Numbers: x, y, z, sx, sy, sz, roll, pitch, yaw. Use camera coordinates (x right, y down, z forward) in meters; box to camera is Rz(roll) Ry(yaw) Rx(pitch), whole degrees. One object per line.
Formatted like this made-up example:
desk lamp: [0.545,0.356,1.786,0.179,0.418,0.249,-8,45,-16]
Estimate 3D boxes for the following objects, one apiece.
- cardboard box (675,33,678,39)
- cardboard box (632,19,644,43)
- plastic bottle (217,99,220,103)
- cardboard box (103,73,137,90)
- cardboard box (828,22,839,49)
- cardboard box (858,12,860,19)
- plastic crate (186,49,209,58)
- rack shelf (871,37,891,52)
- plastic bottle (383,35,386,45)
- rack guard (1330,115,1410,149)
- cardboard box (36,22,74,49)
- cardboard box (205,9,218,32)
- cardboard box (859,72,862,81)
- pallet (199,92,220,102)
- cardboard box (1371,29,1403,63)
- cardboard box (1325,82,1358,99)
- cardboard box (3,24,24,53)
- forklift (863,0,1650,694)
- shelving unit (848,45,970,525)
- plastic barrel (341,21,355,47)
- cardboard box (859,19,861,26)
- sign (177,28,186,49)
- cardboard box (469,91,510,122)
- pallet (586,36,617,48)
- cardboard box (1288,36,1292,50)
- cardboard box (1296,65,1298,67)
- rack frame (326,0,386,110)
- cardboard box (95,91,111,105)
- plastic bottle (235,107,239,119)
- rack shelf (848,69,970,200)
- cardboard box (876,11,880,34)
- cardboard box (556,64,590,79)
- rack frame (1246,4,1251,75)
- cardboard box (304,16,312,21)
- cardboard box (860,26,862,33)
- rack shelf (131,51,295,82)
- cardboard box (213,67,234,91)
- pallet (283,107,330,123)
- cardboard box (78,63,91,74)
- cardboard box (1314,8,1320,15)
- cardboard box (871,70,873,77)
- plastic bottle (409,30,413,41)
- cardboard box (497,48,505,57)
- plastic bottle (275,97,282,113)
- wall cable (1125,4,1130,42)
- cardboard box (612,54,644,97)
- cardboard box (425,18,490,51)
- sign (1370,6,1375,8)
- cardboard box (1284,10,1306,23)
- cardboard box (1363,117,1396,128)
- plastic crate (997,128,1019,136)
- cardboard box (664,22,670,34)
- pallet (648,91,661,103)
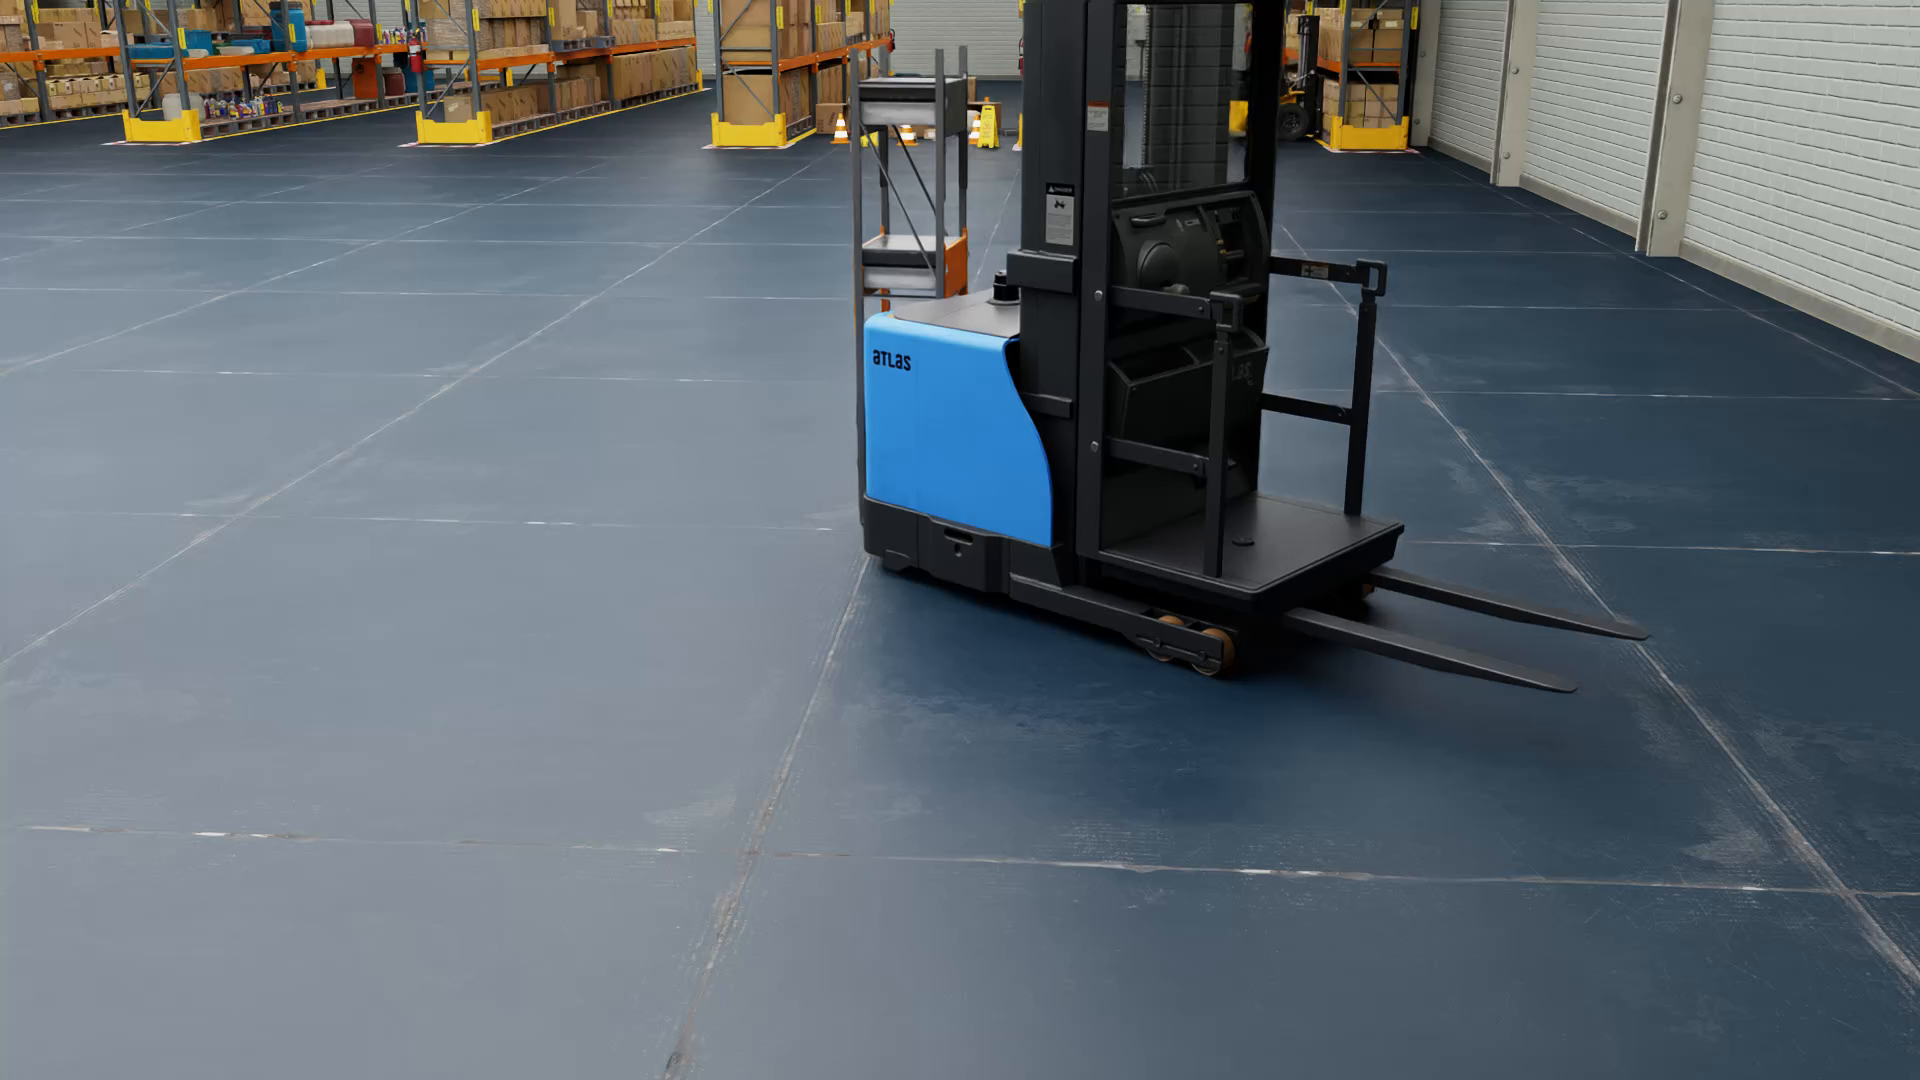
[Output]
cardboard box: [-7.027,-12.162,40.125,0.380,0.149,0.250,1,18,2]
cardboard box: [-7.324,-11.293,36.909,0.500,0.500,0.500,1,18,3]
plastic bottle: [-13.542,-7.906,30.390,0.061,0.283,0.133,2,18,6]
cardboard box: [-17.480,-9.522,34.507,0.500,0.311,0.500,1,18,3]
cardboard box: [-2.674,-9.920,32.718,0.500,0.500,0.500,1,18,3]
cardboard box: [-2.423,-11.641,36.905,0.380,0.149,0.250,1,18,2]
plastic crate: [-12.905,-8.242,28.181,0.298,0.136,0.250,1,18,4]
rack shelf: [-2.407,-11.850,39.925,1.077,0.370,4.000,1,18,4]
plastic bottle: [-12.321,-10.679,35.516,0.097,0.201,0.097,0,18,0]
rack guard: [6.484,-6.459,26.333,1.175,0.500,0.348,1,18,4]
cardboard box: [-17.835,-9.899,32.657,0.500,0.500,0.500,3,18,8]
cardboard box: [-17.628,-12.040,38.514,0.700,0.500,0.500,-5,19,-15]
cardboard box: [-2.430,-10.028,36.550,0.500,0.500,0.500,1,18,3]
pallet: [-17.476,-9.976,37.530,1.003,0.211,1.213,1,18,4]
cardboard box: [6.798,-7.850,26.402,0.500,0.500,0.500,2,18,6]
cardboard box: [6.238,-7.331,27.116,0.500,0.250,0.500,2,18,5]
cardboard box: [-17.970,-9.360,31.010,0.700,0.500,0.500,1,18,2]
forklift: [1.024,-1.093,6.051,3.031,2.935,1.130,16,24,39]
shelving unit: [-0.215,-1.131,7.503,0.431,2.100,0.503,4,19,11]
plastic barrel: [-12.578,-10.310,33.890,0.421,0.512,0.421,0,18,0]
cardboard box: [-2.420,-11.505,36.969,0.380,0.149,0.250,2,18,6]
sign: [-12.742,-8.214,27.229,0.100,0.325,0.005,1,18,4]
cardboard box: [-8.216,-7.571,29.052,0.500,0.500,0.500,3,18,9]
pallet: [-7.722,-10.155,33.906,1.213,0.211,1.003,1,18,4]
cardboard box: [6.742,-9.780,32.693,0.500,0.250,0.500,1,18,3]
cardboard box: [7.519,-10.259,36.213,0.380,0.149,0.250,2,18,5]
rack frame: [-12.717,-10.581,34.897,1.000,3.000,0.127,1,18,4]
cardboard box: [-17.558,-8.940,33.632,0.500,0.250,0.500,2,18,5]
plastic bottle: [-12.842,-7.564,29.477,0.097,0.201,0.097,0,18,0]
rack shelf: [-0.215,-1.783,7.290,0.431,0.518,0.480,4,19,11]
cardboard box: [-2.163,-12.217,39.252,0.500,0.500,0.500,1,18,3]
cardboard box: [-7.823,-9.474,33.623,0.500,0.250,0.500,3,18,10]
rack frame: [7.632,-12.624,41.132,1.000,3.000,0.127,1,18,4]
cardboard box: [-16.845,-13.079,42.362,0.500,0.500,0.500,2,18,6]
cardboard box: [-2.399,-11.442,37.254,0.380,0.149,0.250,1,18,4]
rack shelf: [-13.147,-8.375,29.322,1.077,0.370,4.000,1,18,4]
cardboard box: [-17.164,-10.643,38.394,0.500,0.500,0.500,1,18,4]
pallet: [-12.986,-8.258,32.286,1.003,0.211,1.213,1,18,4]
cardboard box: [-22.078,-11.601,41.351,0.700,0.500,0.500,2,18,5]
cardboard box: [6.453,-9.302,29.313,0.380,0.149,0.250,2,18,5]
cardboard box: [-2.240,-10.885,38.772,0.380,0.149,0.250,2,18,7]
plastic bottle: [-12.196,-11.181,36.917,0.061,0.283,0.133,1,18,4]
cardboard box: [-8.009,-8.338,28.455,0.380,0.149,0.250,1,18,4]
plastic bottle: [-12.709,-8.100,30.981,0.061,0.283,0.133,2,18,7]
wall cable: [4.478,-14.940,46.569,0.588,1.984,0.122,1,18,4]
cardboard box: [-7.635,-10.151,36.322,1.225,0.875,0.875,1,18,4]
cardboard box: [-8.284,-8.345,27.434,0.875,0.500,0.500,1,18,4]
sign: [7.326,-9.334,29.575,0.100,0.325,0.005,1,18,4]
cardboard box: [6.991,-10.899,35.028,0.797,0.503,0.637,1,18,3]
cardboard box: [6.716,-6.696,26.782,0.500,0.250,0.500,1,18,4]
plastic crate: [0.890,-7.150,29.115,0.402,0.080,0.583,-5,19,-15]
cardboard box: [-7.154,-12.077,39.226,0.500,0.250,0.500,1,18,4]
pallet: [-7.470,-10.146,38.048,1.003,0.211,1.213,1,18,4]
